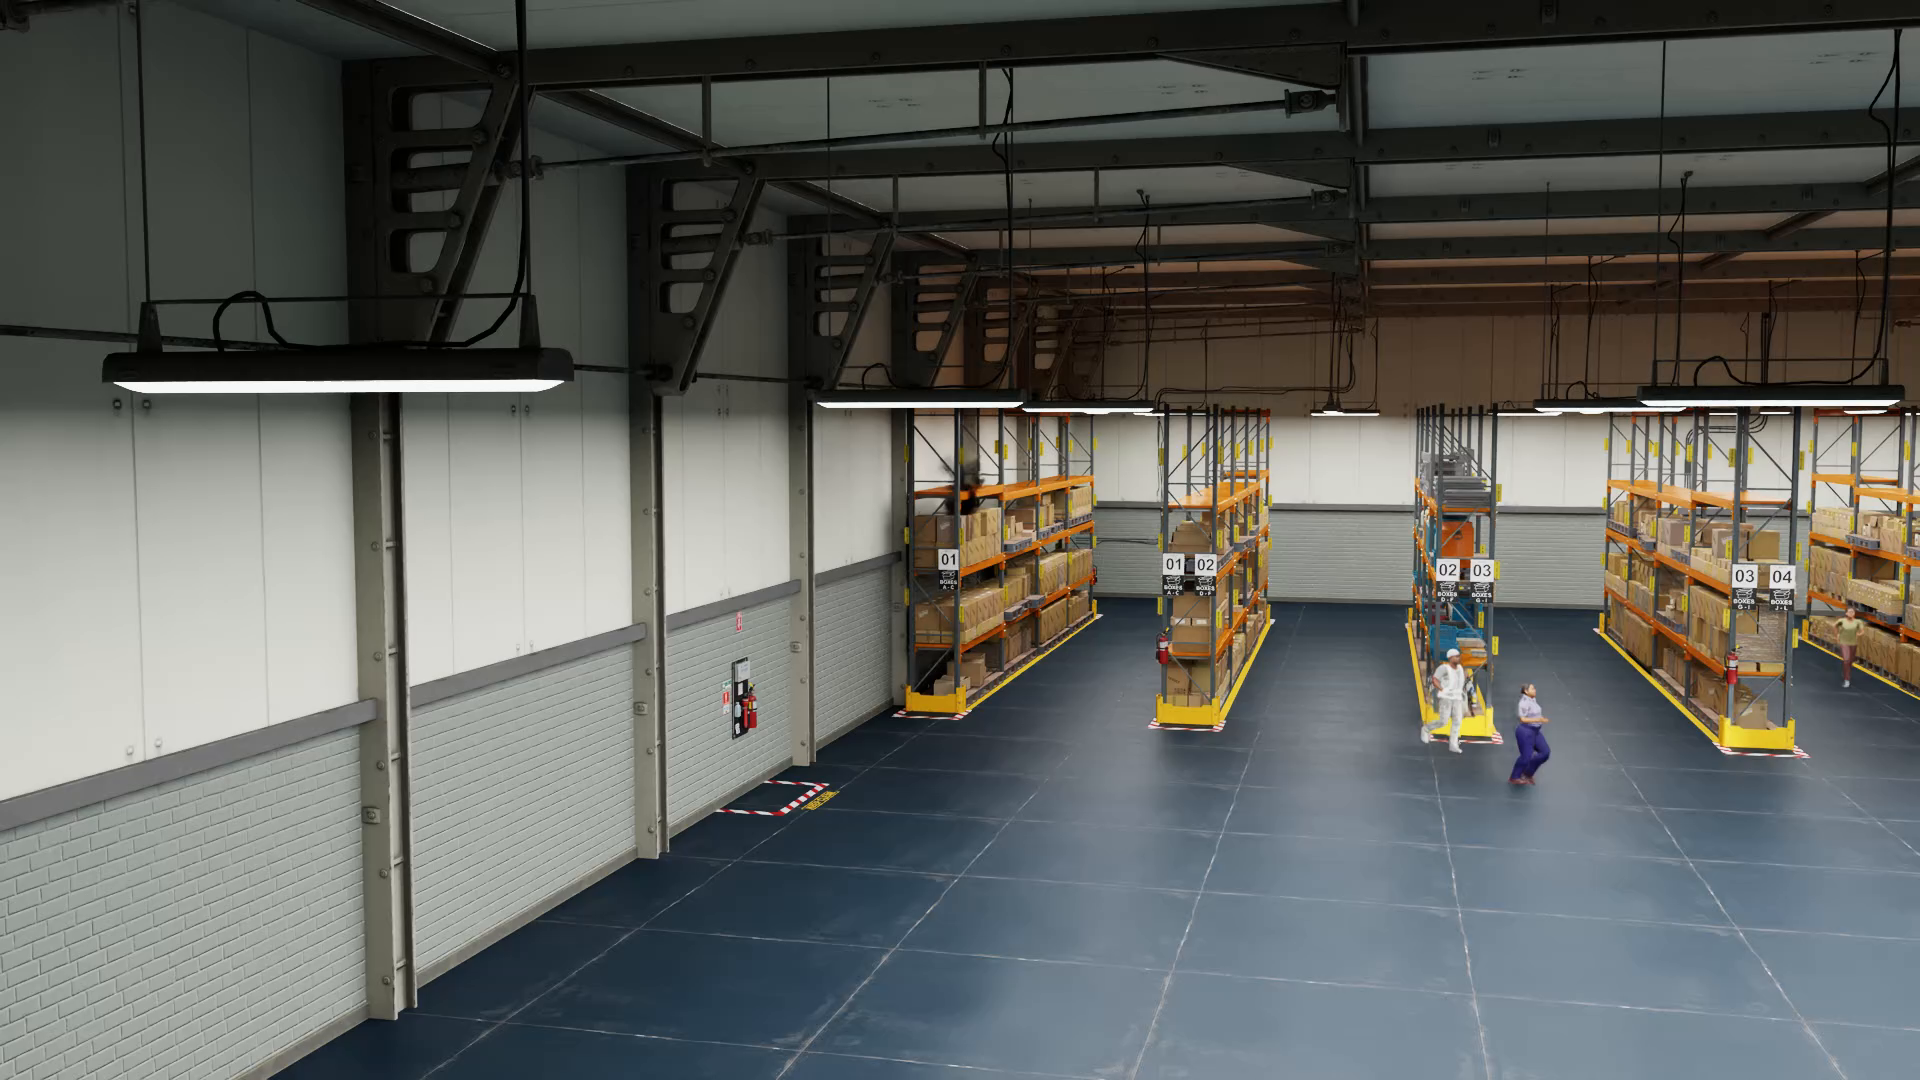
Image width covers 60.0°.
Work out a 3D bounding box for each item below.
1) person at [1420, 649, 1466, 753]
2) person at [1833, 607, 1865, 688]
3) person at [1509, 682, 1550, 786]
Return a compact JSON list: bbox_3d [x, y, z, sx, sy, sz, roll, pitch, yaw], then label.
[{"bbox_3d":[8.494,2.754,28.770,0.731,1.737,0.911,-2,5,-29],"label":"person"},{"bbox_3d":[19.145,2.280,35.796,0.569,1.703,0.839,1,4,15],"label":"person"},{"bbox_3d":[8.887,3.031,25.860,0.632,1.649,0.589,4,6,41],"label":"person"}]
